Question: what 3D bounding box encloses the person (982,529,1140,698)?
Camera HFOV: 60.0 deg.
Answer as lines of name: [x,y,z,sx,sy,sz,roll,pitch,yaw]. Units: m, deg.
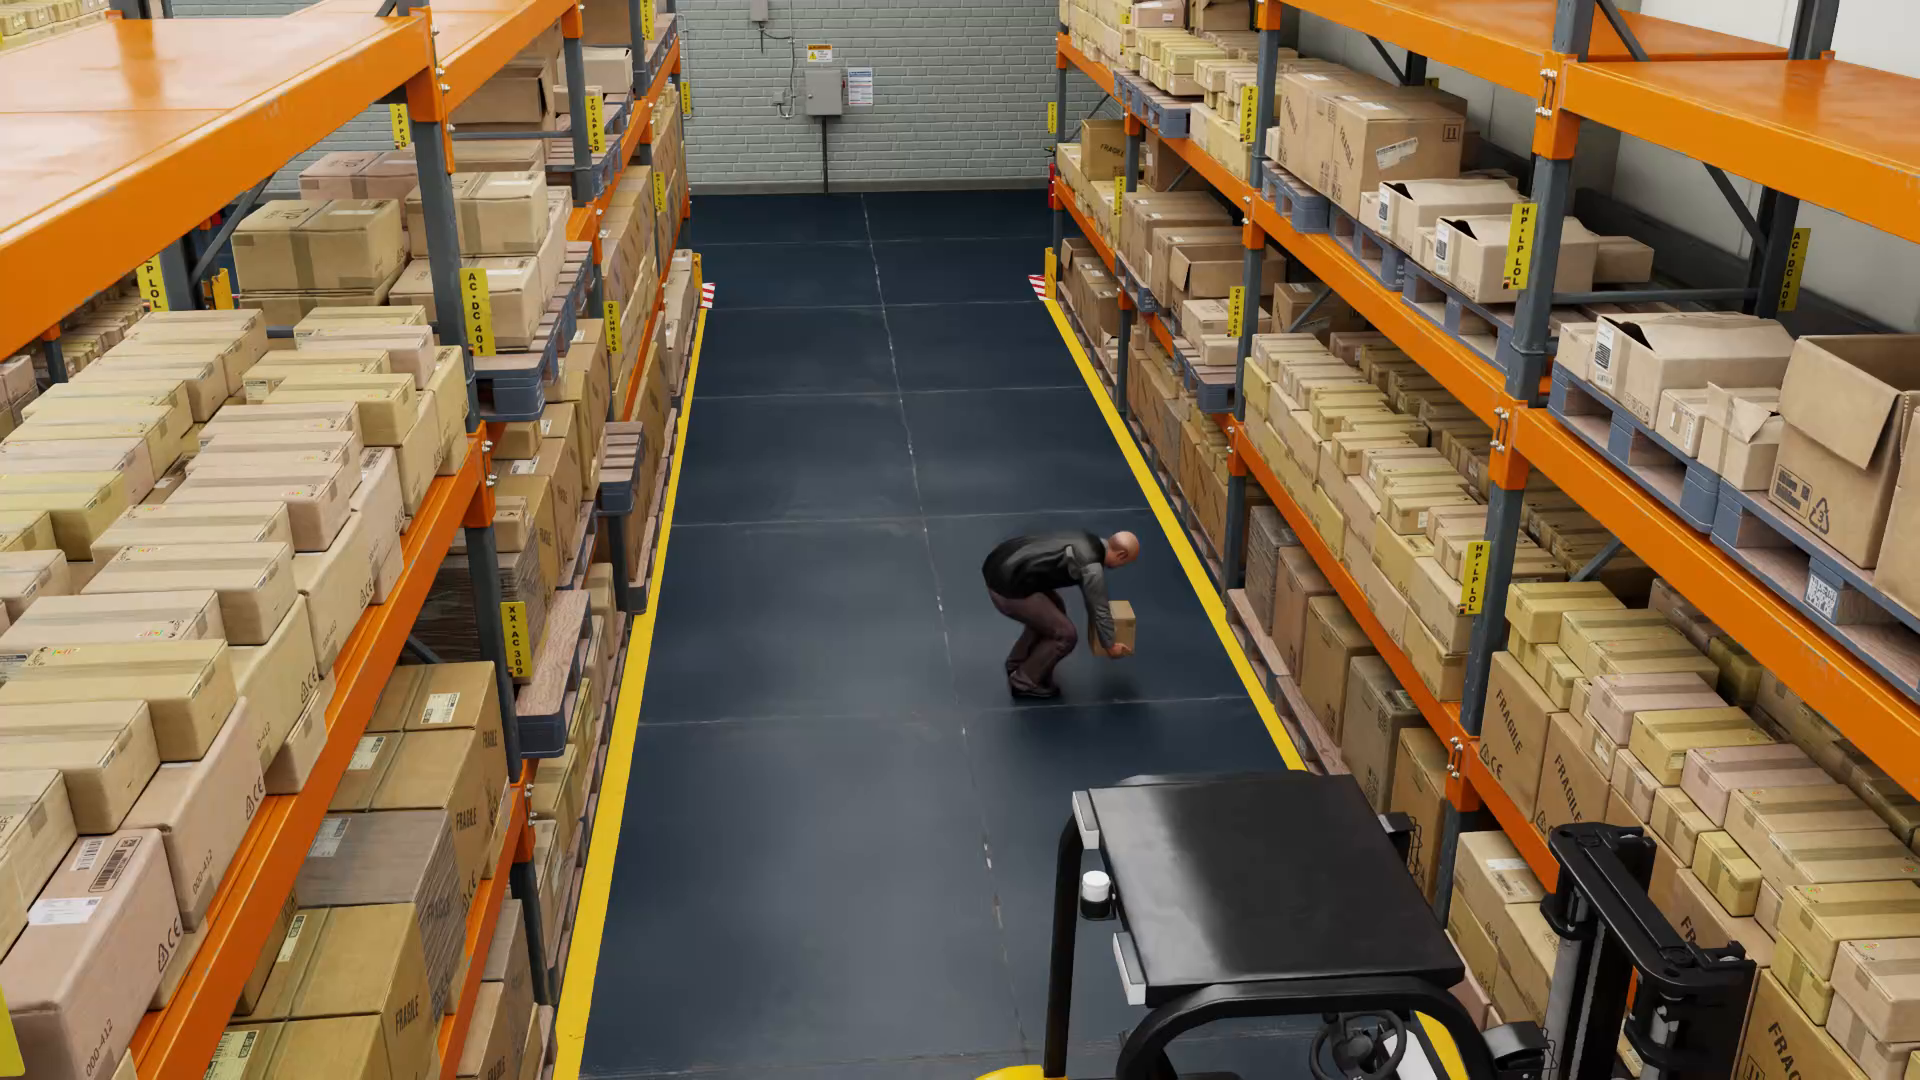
person: [0.612,0.417,10.069,0.949,1.008,0.514,-3,24,-8]
